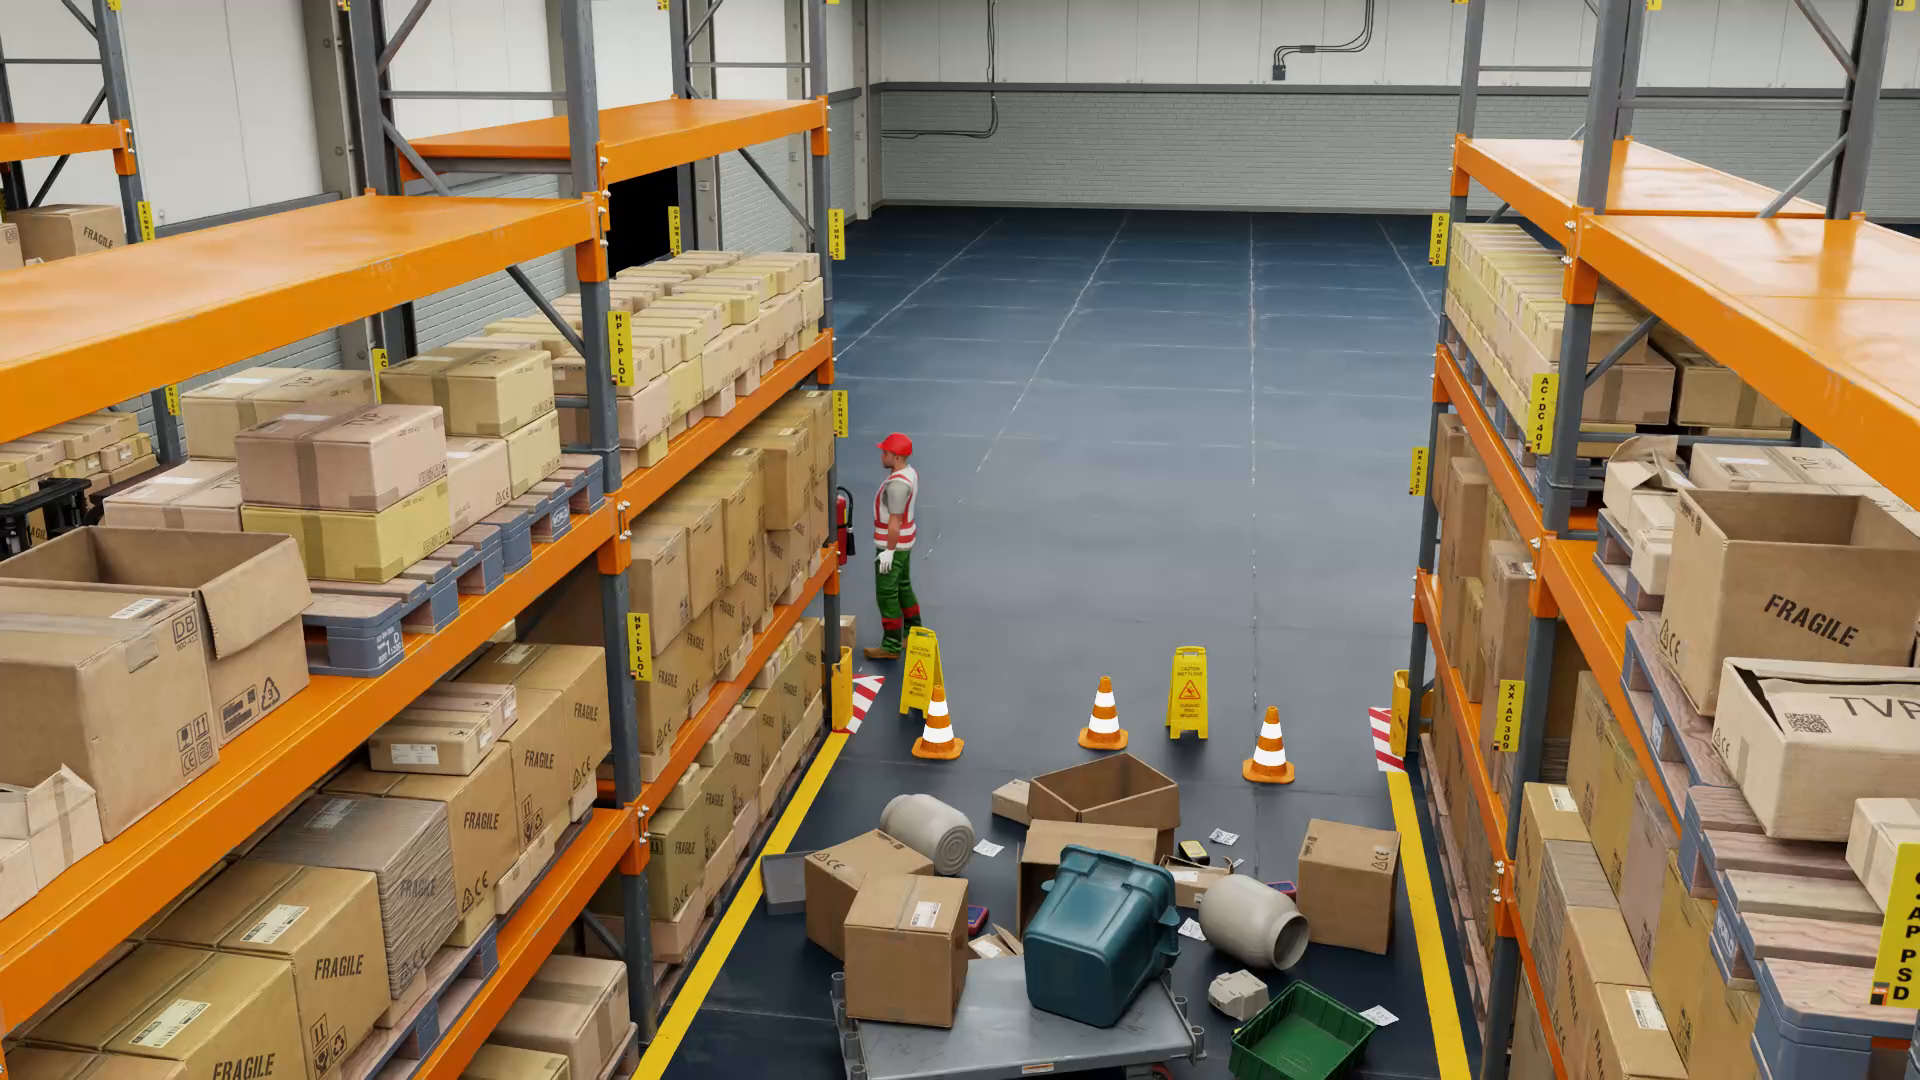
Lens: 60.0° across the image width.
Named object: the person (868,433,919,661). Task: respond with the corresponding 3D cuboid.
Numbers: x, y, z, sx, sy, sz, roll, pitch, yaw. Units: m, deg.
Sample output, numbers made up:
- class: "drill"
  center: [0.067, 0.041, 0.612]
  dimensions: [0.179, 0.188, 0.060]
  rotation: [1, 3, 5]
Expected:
- class: "person"
  center: [-0.522, 0.056, 12.882]
  dimensions: [0.370, 1.815, 0.524]
  rotation: [2, 18, 8]
